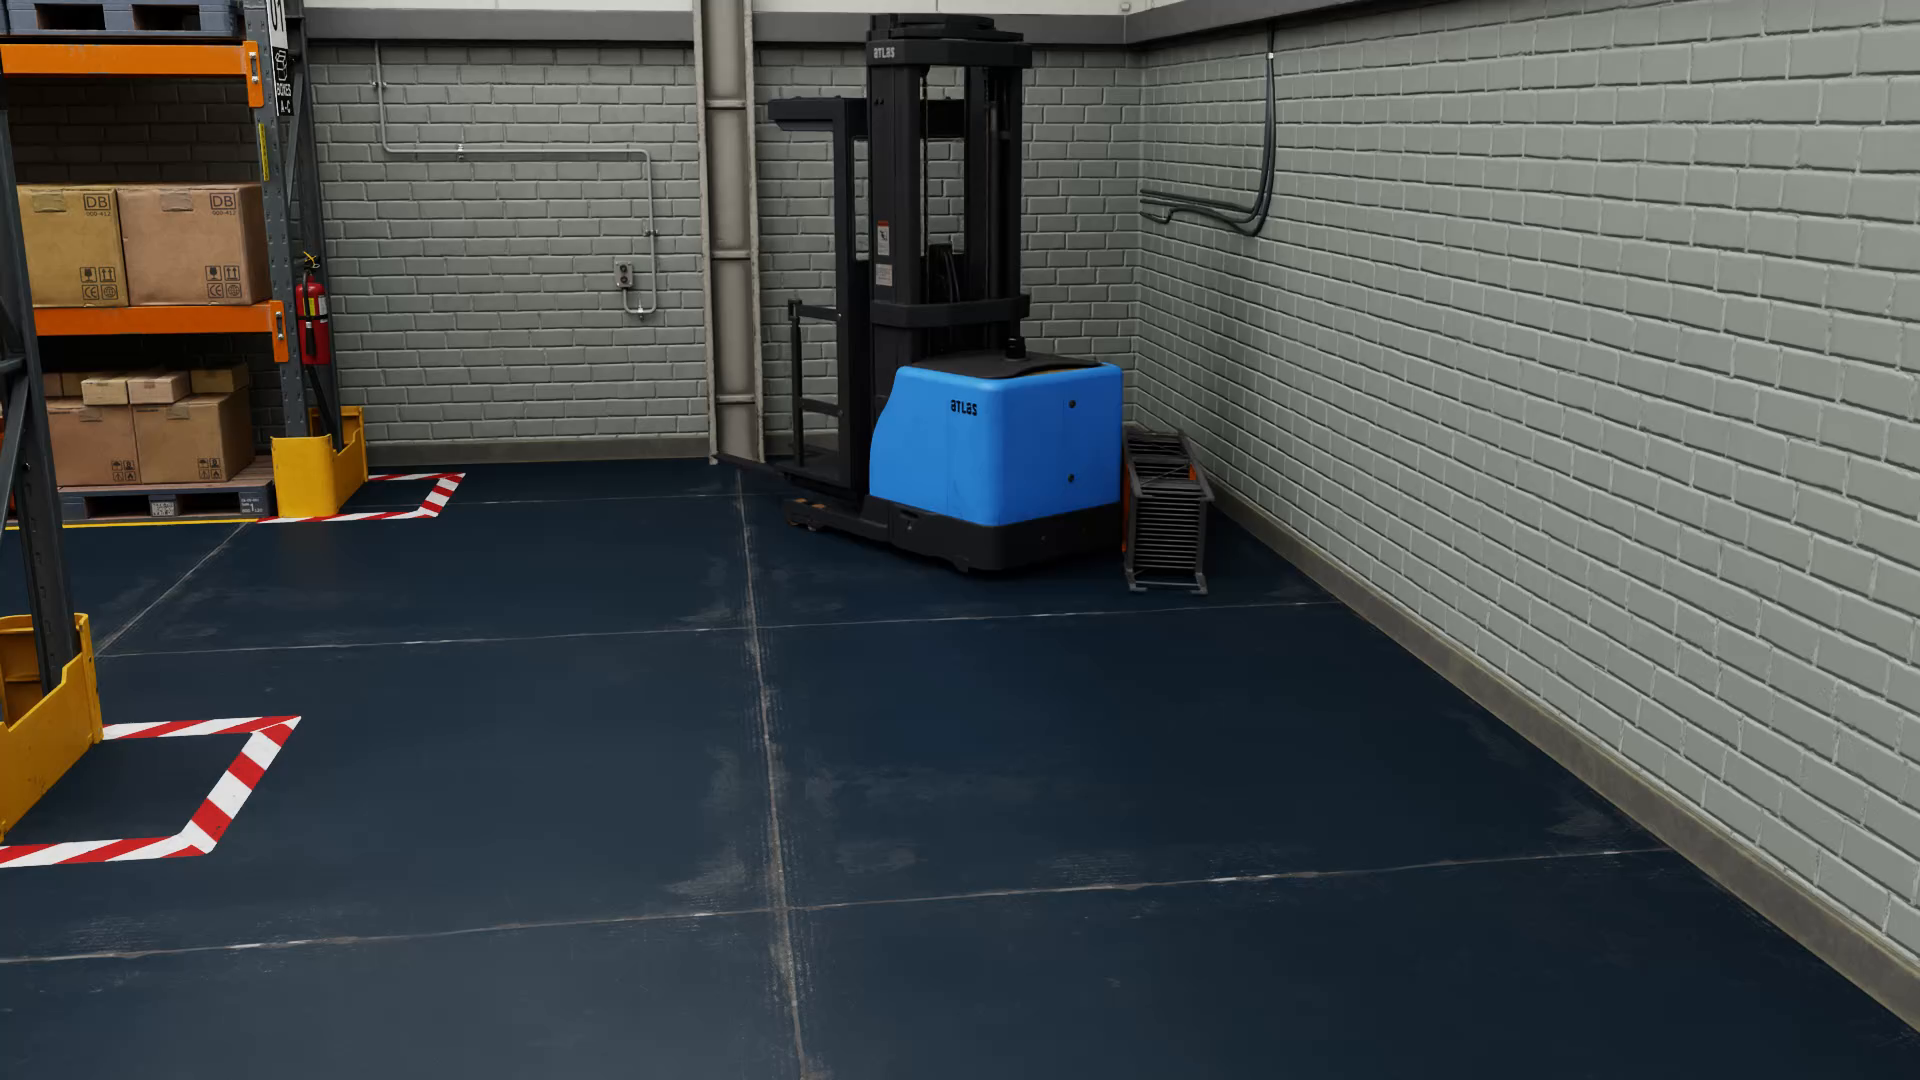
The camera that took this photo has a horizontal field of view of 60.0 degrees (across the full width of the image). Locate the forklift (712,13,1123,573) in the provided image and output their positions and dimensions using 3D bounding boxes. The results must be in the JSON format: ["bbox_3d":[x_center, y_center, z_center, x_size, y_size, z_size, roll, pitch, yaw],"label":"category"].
[{"bbox_3d":[-0.419,-1.542,9.844,1.130,2.935,3.031,-12,18,-39],"label":"forklift"}]

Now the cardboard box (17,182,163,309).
[{"bbox_3d":[-5.376,-1.828,10.229,0.700,0.700,0.980,-2,14,-9],"label":"cardboard box"}]

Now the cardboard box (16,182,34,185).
[{"bbox_3d":[-6.131,-1.803,10.128,0.700,0.700,0.980,-3,14,-11],"label":"cardboard box"}]

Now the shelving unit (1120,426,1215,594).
[{"bbox_3d":[1.134,-0.221,9.495,0.431,0.503,2.100,3,14,2],"label":"shelving unit"}]

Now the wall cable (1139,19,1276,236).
[{"bbox_3d":[1.491,-3.256,10.587,0.112,2.526,3.097,-2,14,-8],"label":"wall cable"}]

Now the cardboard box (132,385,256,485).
[{"bbox_3d":[-4.833,-0.675,10.521,0.500,0.500,0.700,-2,14,-8],"label":"cardboard box"}]

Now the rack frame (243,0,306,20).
[{"bbox_3d":[-4.155,-4.643,9.735,0.127,3.000,1.000,-2,14,-8],"label":"rack frame"}]

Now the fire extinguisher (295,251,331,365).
[{"bbox_3d":[-3.937,-1.409,10.099,0.183,0.674,0.296,-2,14,-8],"label":"fire extinguisher"}]

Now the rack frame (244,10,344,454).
[{"bbox_3d":[-4.155,-1.733,10.465,0.127,3.000,1.000,-2,14,-8],"label":"rack frame"}]

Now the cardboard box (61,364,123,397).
[{"bbox_3d":[-5.487,-1.014,10.542,0.250,0.149,0.380,-2,14,-8],"label":"cardboard box"}]

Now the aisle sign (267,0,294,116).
[{"bbox_3d":[-4.040,-2.924,9.871,0.004,0.787,0.394,-2,14,-8],"label":"aisle sign"}]

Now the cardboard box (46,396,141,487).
[{"bbox_3d":[-5.327,-0.656,10.448,0.500,0.500,0.700,-2,14,-8],"label":"cardboard box"}]

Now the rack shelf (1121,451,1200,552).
[{"bbox_3d":[1.133,-0.218,9.482,0.431,0.480,0.518,3,14,2],"label":"rack shelf"}]

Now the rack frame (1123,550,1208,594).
[{"bbox_3d":[1.124,0.016,9.553,0.400,0.015,2.100,3,14,2],"label":"rack frame"}]

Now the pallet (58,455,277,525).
[{"bbox_3d":[-4.934,-0.332,10.614,1.213,0.211,1.003,-2,14,-8],"label":"pallet"}]

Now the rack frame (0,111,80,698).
[{"bbox_3d":[-3.414,-0.541,5.714,0.127,3.000,1.000,-2,14,-8],"label":"rack frame"}]

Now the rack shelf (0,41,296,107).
[{"bbox_3d":[-6.133,-2.766,9.899,4.000,0.370,1.077,-2,14,-8],"label":"rack shelf"}]

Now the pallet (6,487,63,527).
[{"bbox_3d":[-6.138,-0.289,10.440,1.213,0.211,1.003,-2,14,-8],"label":"pallet"}]

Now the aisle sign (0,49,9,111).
[{"bbox_3d":[-3.390,-1.875,5.689,0.004,0.787,0.394,-2,14,-8],"label":"aisle sign"}]

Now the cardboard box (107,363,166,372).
[{"bbox_3d":[-5.240,-1.023,10.578,0.250,0.149,0.380,-2,14,-8],"label":"cardboard box"}]

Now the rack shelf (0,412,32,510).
[{"bbox_3d":[-5.391,-0.120,5.513,4.000,0.370,1.077,-2,14,-8],"label":"rack shelf"}]

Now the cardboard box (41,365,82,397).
[{"bbox_3d":[-5.739,-1.005,10.505,0.250,0.149,0.380,-2,14,-8],"label":"cardboard box"}]

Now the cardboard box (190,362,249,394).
[{"bbox_3d":[-4.739,-1.042,10.652,0.250,0.149,0.380,-2,14,-8],"label":"cardboard box"}]

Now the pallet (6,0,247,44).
[{"bbox_3d":[-4.887,-3.115,9.994,1.213,0.211,1.003,-2,14,-8],"label":"pallet"}]

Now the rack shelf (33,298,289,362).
[{"bbox_3d":[-6.133,-1.311,10.263,4.000,0.370,1.077,-2,14,-8],"label":"rack shelf"}]

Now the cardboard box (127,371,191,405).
[{"bbox_3d":[-4.932,-0.941,10.249,0.250,0.149,0.380,-2,14,-9],"label":"cardboard box"}]

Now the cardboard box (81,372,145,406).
[{"bbox_3d":[-5.185,-0.931,10.211,0.250,0.149,0.380,-2,14,-7],"label":"cardboard box"}]

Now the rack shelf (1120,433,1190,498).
[{"bbox_3d":[1.168,-0.382,10.161,0.431,0.480,0.518,3,14,2],"label":"rack shelf"}]

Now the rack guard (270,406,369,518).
[{"bbox_3d":[-4.132,-0.521,10.772,0.348,0.500,1.175,-2,14,-8],"label":"rack guard"}]

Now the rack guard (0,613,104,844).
[{"bbox_3d":[-3.489,0.674,6.007,0.348,0.500,1.175,-2,14,-8],"label":"rack guard"}]

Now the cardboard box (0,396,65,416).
[{"bbox_3d":[-5.825,-0.638,10.375,0.500,0.500,0.700,-3,14,-10],"label":"cardboard box"}]

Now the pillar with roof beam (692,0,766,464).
[{"bbox_3d":[-0.973,-3.913,6.826,0.400,9.000,9.100,-2,14,-8],"label":"pillar with roof beam"}]

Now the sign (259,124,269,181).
[{"bbox_3d":[-4.088,-2.278,9.773,0.005,0.325,0.100,-2,14,-8],"label":"sign"}]

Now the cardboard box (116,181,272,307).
[{"bbox_3d":[-4.658,-1.857,10.345,0.700,0.700,0.980,-1,14,-6],"label":"cardboard box"}]

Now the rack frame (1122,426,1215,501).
[{"bbox_3d":[1.143,-0.458,9.437,0.400,0.015,2.100,3,14,2],"label":"rack frame"}]

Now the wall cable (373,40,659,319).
[{"bbox_3d":[-3.030,-2.500,11.434,1.851,1.984,0.084,-2,14,-8],"label":"wall cable"}]

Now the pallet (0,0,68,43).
[{"bbox_3d":[-6.096,-3.070,9.814,1.213,0.211,1.003,-2,14,-8],"label":"pallet"}]

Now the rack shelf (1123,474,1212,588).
[{"bbox_3d":[1.098,-0.054,8.802,0.431,0.480,0.518,3,14,2],"label":"rack shelf"}]
